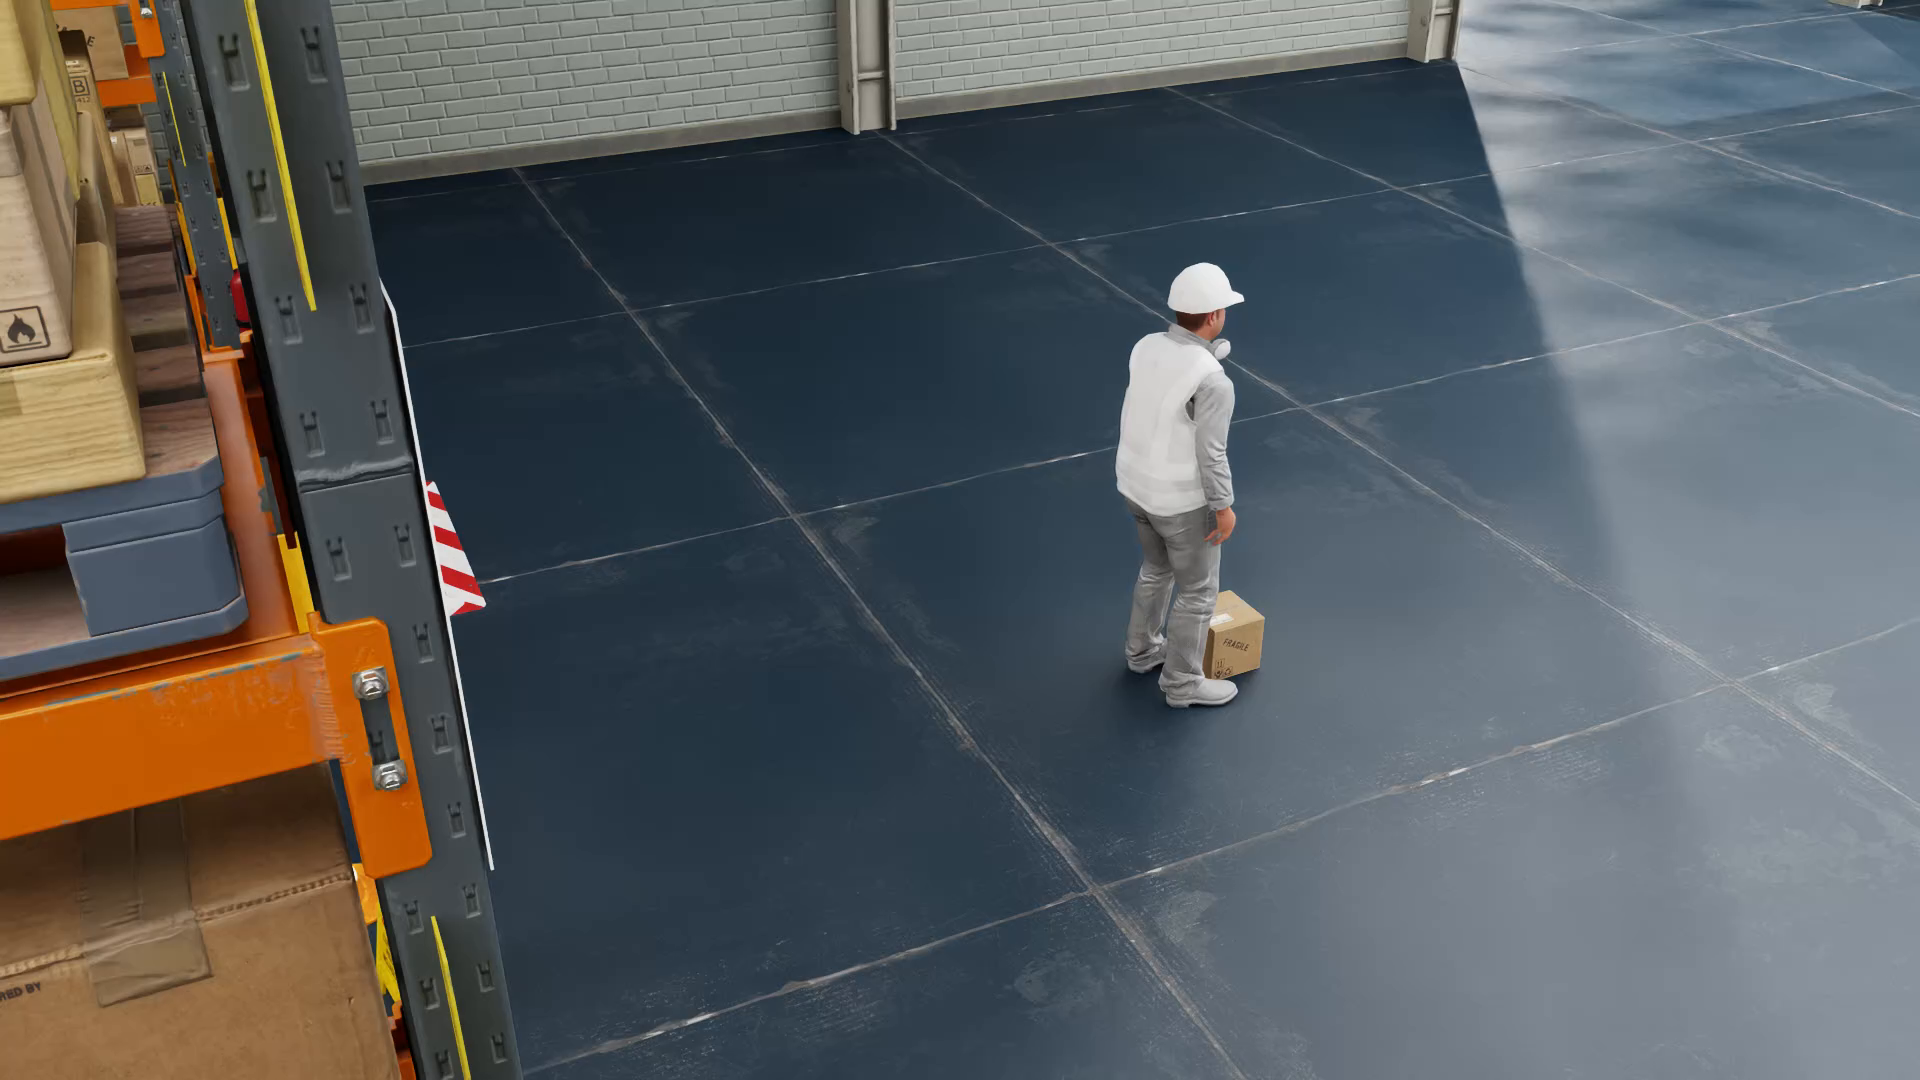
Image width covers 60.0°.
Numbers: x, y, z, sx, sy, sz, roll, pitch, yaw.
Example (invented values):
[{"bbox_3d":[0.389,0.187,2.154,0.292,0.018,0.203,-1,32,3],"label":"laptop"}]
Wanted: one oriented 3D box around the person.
[{"bbox_3d":[0.851,-0.210,6.474,0.461,1.772,0.594,-15,33,-25],"label":"person"}]
